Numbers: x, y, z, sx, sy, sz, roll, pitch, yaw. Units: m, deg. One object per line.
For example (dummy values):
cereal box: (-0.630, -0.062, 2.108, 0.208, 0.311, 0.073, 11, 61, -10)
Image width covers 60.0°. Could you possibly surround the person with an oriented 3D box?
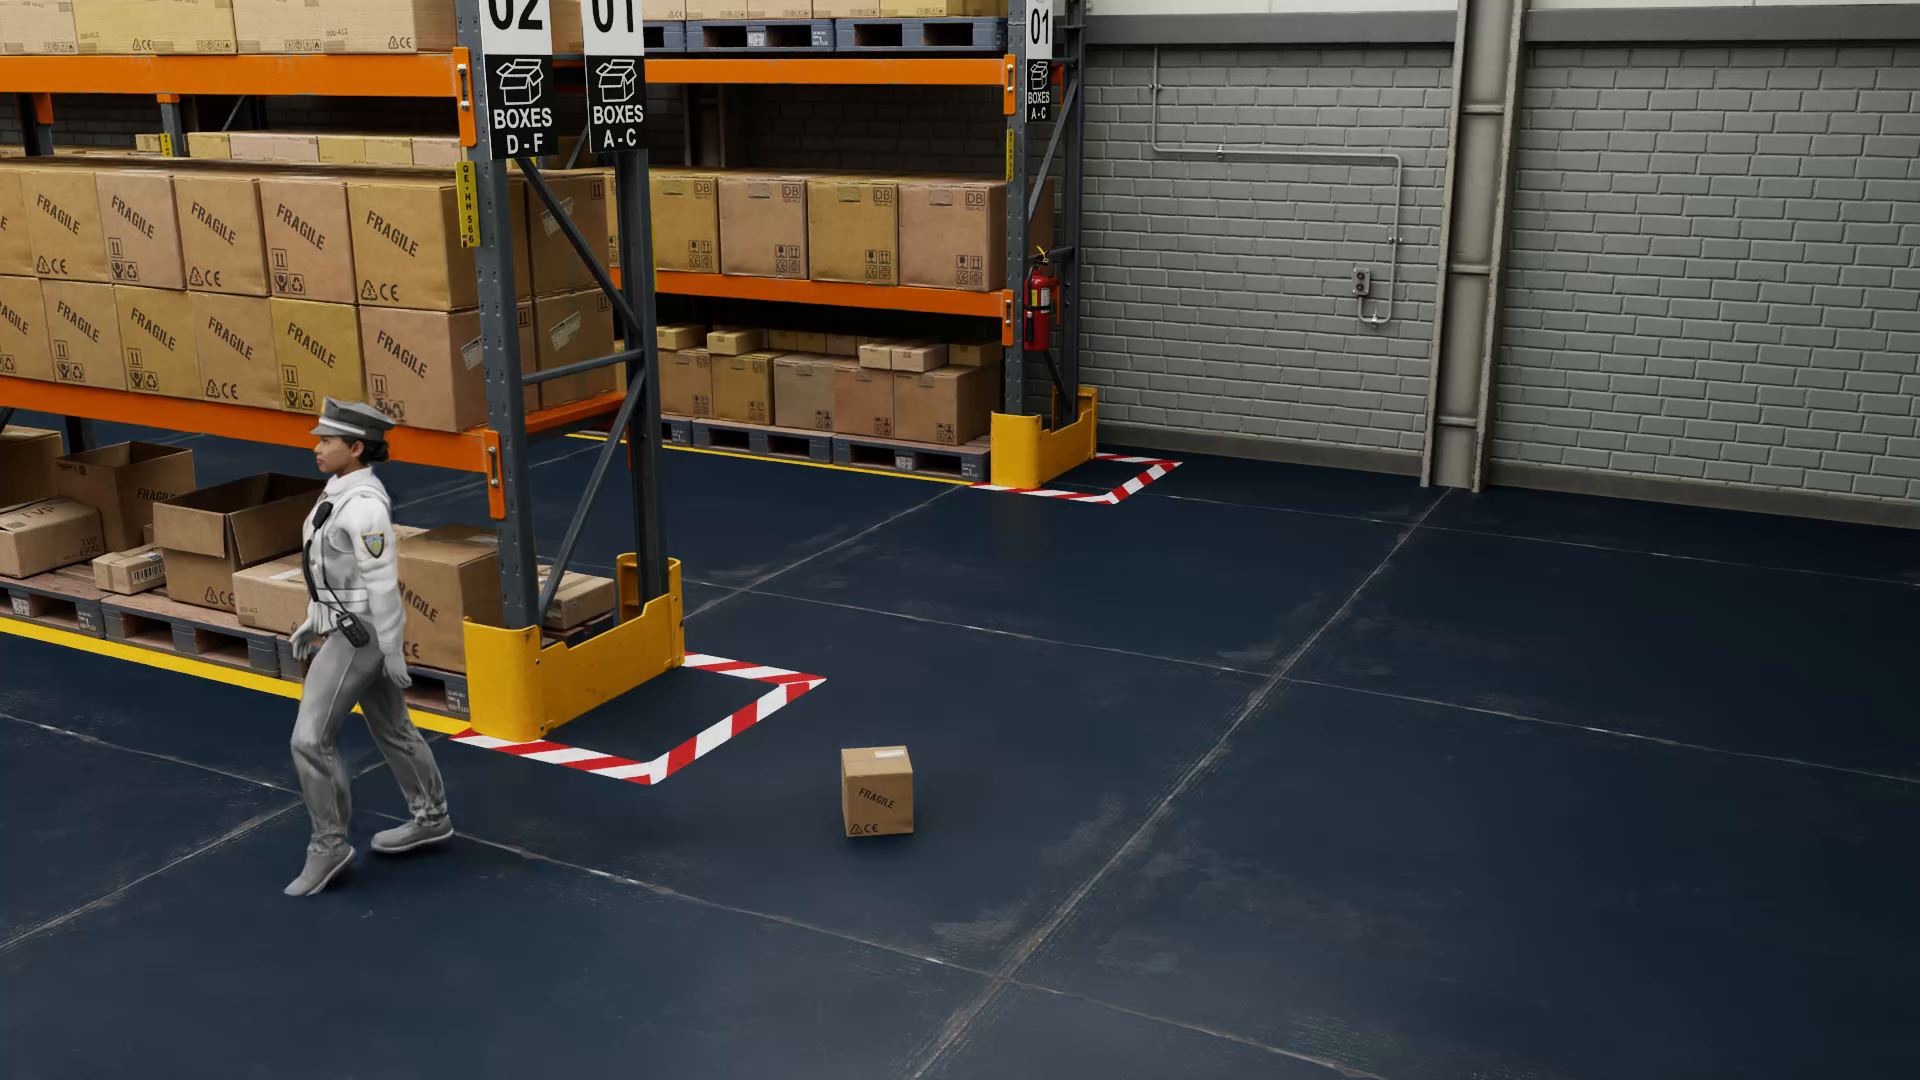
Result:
person: (-2.124, 0.360, 5.765, 0.588, 1.750, 0.486, -6, 17, -20)
